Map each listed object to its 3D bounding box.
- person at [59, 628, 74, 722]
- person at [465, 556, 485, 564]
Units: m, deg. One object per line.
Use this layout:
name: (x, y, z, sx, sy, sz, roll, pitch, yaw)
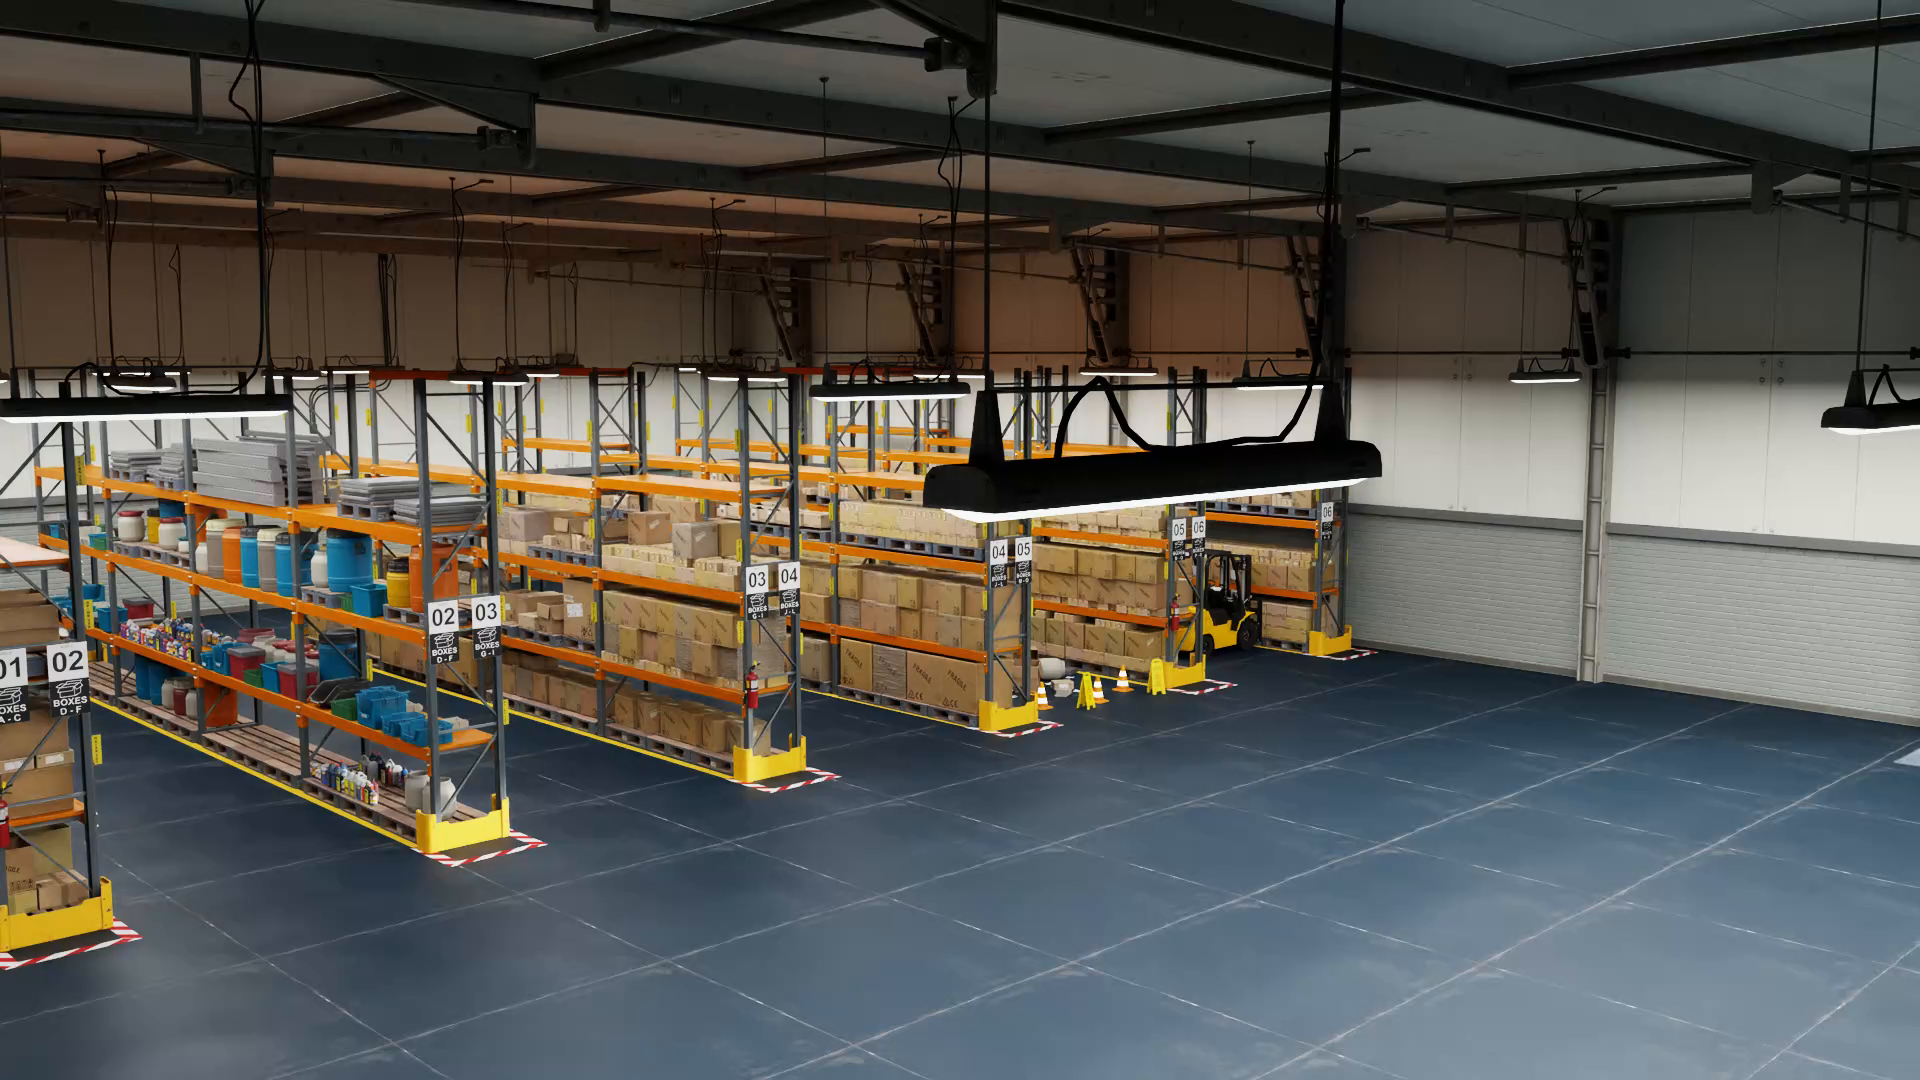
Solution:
person: (-15.422, 2.300, 28.429, 0.869, 1.670, 0.672, 3, 7, 28)
person: (-11.941, 0.928, 40.974, 0.546, 1.571, 0.696, -1, 7, -11)
